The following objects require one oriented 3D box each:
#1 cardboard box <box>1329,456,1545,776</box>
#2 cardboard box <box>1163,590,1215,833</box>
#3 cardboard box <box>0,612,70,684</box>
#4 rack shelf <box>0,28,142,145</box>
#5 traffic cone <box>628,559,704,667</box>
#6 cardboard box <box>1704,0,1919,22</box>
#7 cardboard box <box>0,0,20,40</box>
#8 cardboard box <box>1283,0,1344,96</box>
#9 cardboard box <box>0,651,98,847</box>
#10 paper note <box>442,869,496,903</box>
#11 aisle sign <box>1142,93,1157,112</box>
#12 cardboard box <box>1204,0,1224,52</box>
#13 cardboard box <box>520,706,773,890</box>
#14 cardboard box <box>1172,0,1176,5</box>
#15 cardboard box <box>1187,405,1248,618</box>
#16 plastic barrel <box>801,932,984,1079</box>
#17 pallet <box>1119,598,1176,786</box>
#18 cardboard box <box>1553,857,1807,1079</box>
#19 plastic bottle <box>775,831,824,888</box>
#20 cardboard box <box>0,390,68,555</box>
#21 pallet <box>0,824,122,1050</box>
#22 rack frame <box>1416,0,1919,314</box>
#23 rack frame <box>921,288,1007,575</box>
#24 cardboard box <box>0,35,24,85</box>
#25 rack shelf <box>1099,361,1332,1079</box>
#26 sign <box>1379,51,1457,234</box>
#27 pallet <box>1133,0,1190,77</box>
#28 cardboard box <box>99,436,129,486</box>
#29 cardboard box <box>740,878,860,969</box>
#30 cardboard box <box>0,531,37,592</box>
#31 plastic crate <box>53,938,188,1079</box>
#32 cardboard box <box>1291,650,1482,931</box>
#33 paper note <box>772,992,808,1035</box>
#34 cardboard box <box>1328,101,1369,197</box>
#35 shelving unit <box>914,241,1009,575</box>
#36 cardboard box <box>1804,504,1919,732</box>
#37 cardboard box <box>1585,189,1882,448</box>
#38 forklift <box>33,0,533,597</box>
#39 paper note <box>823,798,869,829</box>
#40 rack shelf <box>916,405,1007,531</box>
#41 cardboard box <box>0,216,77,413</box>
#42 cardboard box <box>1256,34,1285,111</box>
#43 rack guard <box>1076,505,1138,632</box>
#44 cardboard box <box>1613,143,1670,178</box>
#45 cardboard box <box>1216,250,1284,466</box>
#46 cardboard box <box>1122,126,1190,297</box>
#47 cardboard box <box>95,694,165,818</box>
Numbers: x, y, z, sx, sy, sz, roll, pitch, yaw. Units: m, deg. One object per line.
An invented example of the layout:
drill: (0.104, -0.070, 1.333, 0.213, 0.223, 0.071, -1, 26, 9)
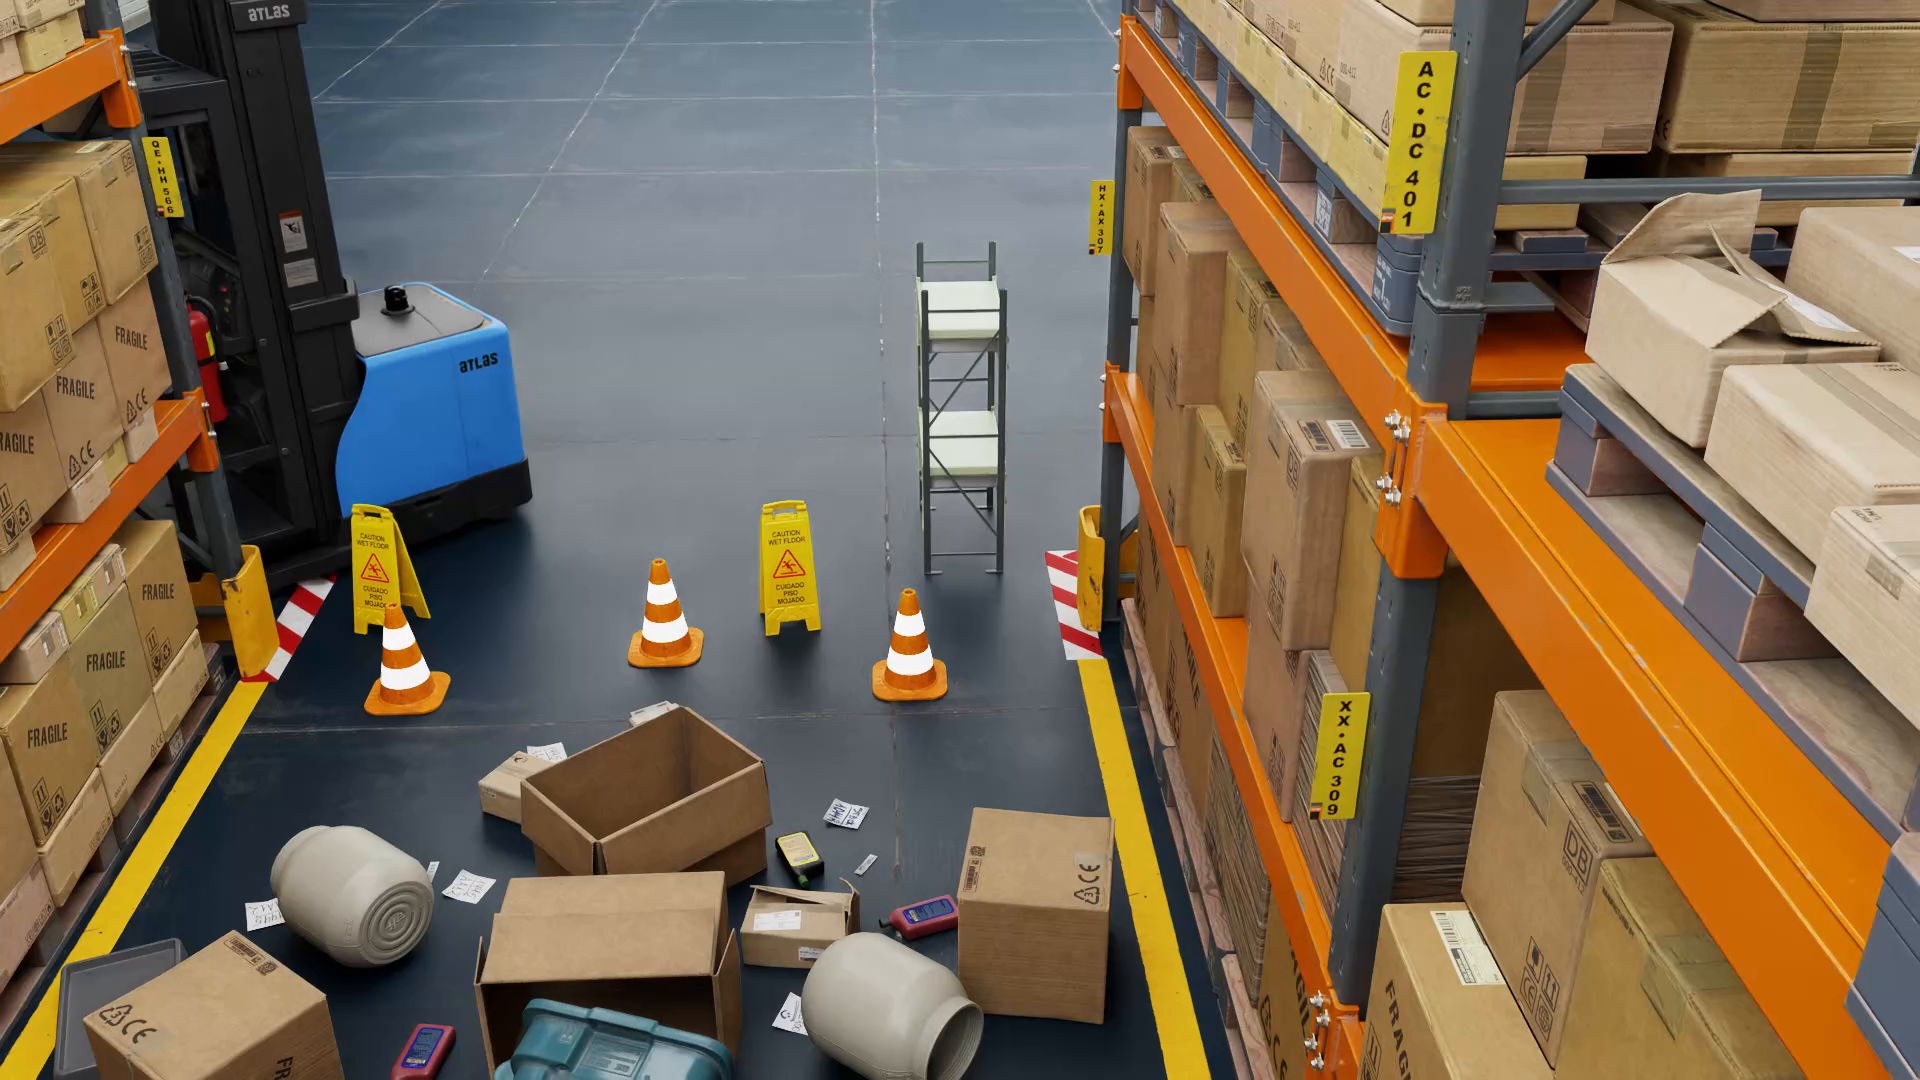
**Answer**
cardboard box: (1.386, 0.157, 3.875, 0.875, 0.550, 0.550, -1, 28, -3)
cardboard box: (1.312, 0.500, 6.391, 0.875, 0.875, 0.875, -2, 28, -3)
cardboard box: (-3.365, 0.375, 5.794, 0.380, 0.149, 0.250, 0, 28, 0)
rack shelf: (-3.671, -0.895, 4.756, 1.077, 0.370, 4.000, -1, 28, -3)
traffic cone: (-1.374, 0.301, 7.673, 0.336, 0.463, 0.334, -1, 28, -3)
cardboard box: (1.692, -1.105, 3.229, 0.380, 0.149, 0.250, -1, 28, -2)
cardboard box: (-3.468, -1.740, 5.440, 0.500, 0.250, 0.500, -2, 28, -3)
cardboard box: (1.063, -1.207, 3.855, 0.500, 0.250, 0.500, -1, 28, -3)
cardboard box: (-3.423, 0.731, 5.813, 0.500, 0.500, 0.500, -2, 28, -4)
paper note: (-1.844, 1.298, 6.240, 0.148, 0.019, 0.142, 8, 29, 15)
aisle sign: (0.859, -2.152, 6.821, 0.394, 0.787, 0.004, -1, 28, -3)
cardboard box: (0.940, -1.556, 4.956, 0.380, 0.149, 0.250, -1, 28, -2)
cardboard box: (-1.155, 1.049, 6.194, 0.797, 0.503, 0.637, -23, 35, -37)
cardboard box: (0.901, -1.906, 5.627, 0.380, 0.149, 0.250, -1, 28, -2)
cardboard box: (1.250, -0.111, 5.557, 0.875, 0.550, 0.500, -1, 28, -3)
plastic barrel: (-0.220, 1.529, 5.361, 0.512, 0.421, 0.421, 19, 33, 32)
pallet: (1.282, 0.630, 7.314, 1.003, 0.211, 1.213, -1, 28, -3)
cardboard box: (1.432, 0.853, 2.682, 0.700, 0.500, 0.500, -2, 28, -3)
plastic bottle: (-0.601, 1.221, 6.342, 0.133, 0.061, 0.283, -11, 30, -20)
cardboard box: (-3.428, -0.277, 5.608, 0.500, 0.500, 0.500, -2, 28, -3)
pallet: (-3.704, 1.402, 5.833, 1.003, 0.211, 1.213, -1, 28, -3)
rack frame: (1.371, -1.786, 2.444, 1.000, 3.000, 0.127, -1, 28, -3)
rack frame: (0.019, -0.499, 8.085, 0.400, 1.500, 0.023, -1, 28, -3)
cardboard box: (-3.452, -1.630, 5.660, 0.380, 0.149, 0.250, -1, 28, -1)
rack shelf: (1.267, 0.269, 5.769, 1.077, 0.370, 4.000, -1, 28, -3)
sign: (0.817, -0.707, 2.973, 0.100, 0.325, 0.005, -1, 28, -3)
pallet: (1.212, -1.922, 6.044, 1.003, 0.211, 1.213, -1, 28, -3)
cardboard box: (-3.426, -0.295, 6.344, 0.380, 0.149, 0.250, -2, 28, -4)
cardboard box: (-0.558, 1.337, 5.900, 0.396, 0.266, 0.258, 3, 28, 6)
cardboard box: (-3.406, 0.060, 5.662, 0.380, 0.149, 0.250, -2, 28, -3)
plastic crate: (-2.830, 1.589, 5.616, 0.402, 0.080, 0.583, -11, 30, -20)
cardboard box: (1.340, 0.637, 4.123, 0.875, 0.550, 0.550, -1, 28, -3)
paper note: (-0.527, 1.611, 5.638, 0.172, 0.023, 0.155, 8, 29, 15)
cardboard box: (1.020, -0.852, 3.606, 0.380, 0.149, 0.250, -1, 28, -2)
shelving unit: (0.000, -0.668, 8.409, 0.431, 1.500, 0.755, -1, 28, -3)
cardboard box: (1.185, 0.078, 1.823, 0.380, 0.149, 0.250, -1, 28, -3)
cardboard box: (1.154, -0.342, 2.502, 0.258, 0.266, 0.396, -2, 28, -3)
forklift: (-3.755, -1.170, 7.824, 3.031, 2.935, 1.130, -23, 35, -36)
paper note: (-0.453, 1.089, 6.630, 0.144, 0.017, 0.142, 8, 29, 15)
rack shelf: (0.000, -0.379, 8.560, 0.431, 0.370, 0.720, -1, 28, -3)
cardboard box: (-3.382, -0.729, 5.394, 0.700, 0.500, 0.500, -2, 28, -3)
cardboard box: (0.980, -1.205, 4.282, 0.380, 0.149, 0.250, -1, 28, -2)
rack guard: (1.161, 0.124, 7.972, 1.175, 0.500, 0.348, -1, 28, -3)
cardboard box: (1.676, -0.871, 3.643, 0.380, 0.149, 0.250, -1, 28, -2)
cardboard box: (1.315, -0.591, 5.310, 0.875, 0.550, 0.500, -1, 28, -3)
cardboard box: (1.143, -1.347, 6.758, 0.875, 0.550, 0.550, -1, 28, -3)
cardboard box: (-3.445, 0.832, 6.431, 0.500, 0.250, 0.500, -1, 28, -2)
